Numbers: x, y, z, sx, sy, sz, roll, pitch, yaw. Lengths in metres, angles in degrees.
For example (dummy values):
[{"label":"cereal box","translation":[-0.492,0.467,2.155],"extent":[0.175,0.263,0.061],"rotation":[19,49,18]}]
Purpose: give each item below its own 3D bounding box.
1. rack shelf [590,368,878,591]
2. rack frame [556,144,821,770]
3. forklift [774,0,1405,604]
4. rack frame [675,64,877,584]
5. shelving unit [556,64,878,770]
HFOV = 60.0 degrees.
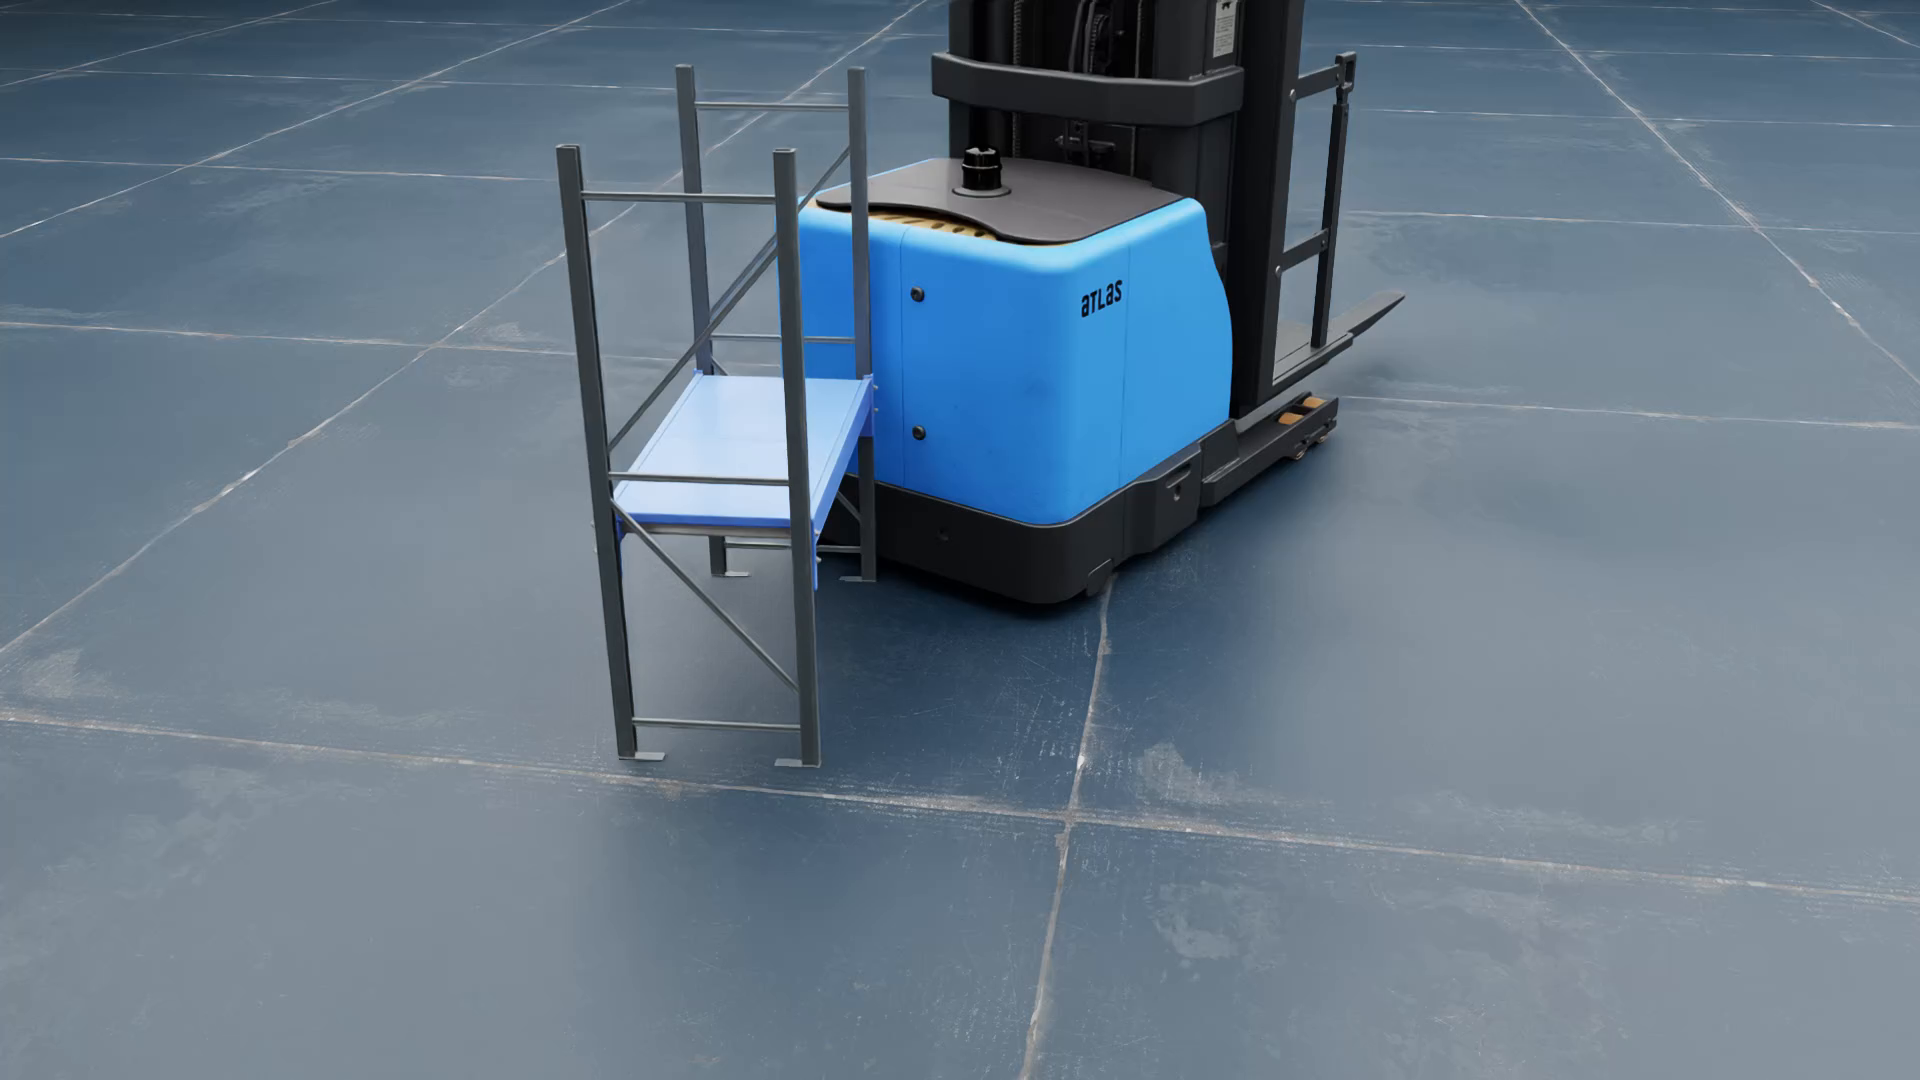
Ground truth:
[{"label":"rack shelf","translation":[-0.545,-0.186,4.302],"extent":[0.538,0.185,1.000],"rotation":[2,25,5]},{"label":"rack frame","translation":[-0.590,-0.134,3.767],"extent":[0.500,1.500,0.032],"rotation":[2,25,5]},{"label":"forklift","translation":[0.708,-1.715,5.457],"extent":[1.130,2.935,3.031],"rotation":[17,30,32]},{"label":"rack frame","translation":[-0.499,-0.563,4.684],"extent":[0.500,1.500,0.032],"rotation":[2,25,5]},{"label":"shelving unit","translation":[-0.545,-0.349,4.226],"extent":[0.538,1.500,1.048],"rotation":[2,25,5]}]
